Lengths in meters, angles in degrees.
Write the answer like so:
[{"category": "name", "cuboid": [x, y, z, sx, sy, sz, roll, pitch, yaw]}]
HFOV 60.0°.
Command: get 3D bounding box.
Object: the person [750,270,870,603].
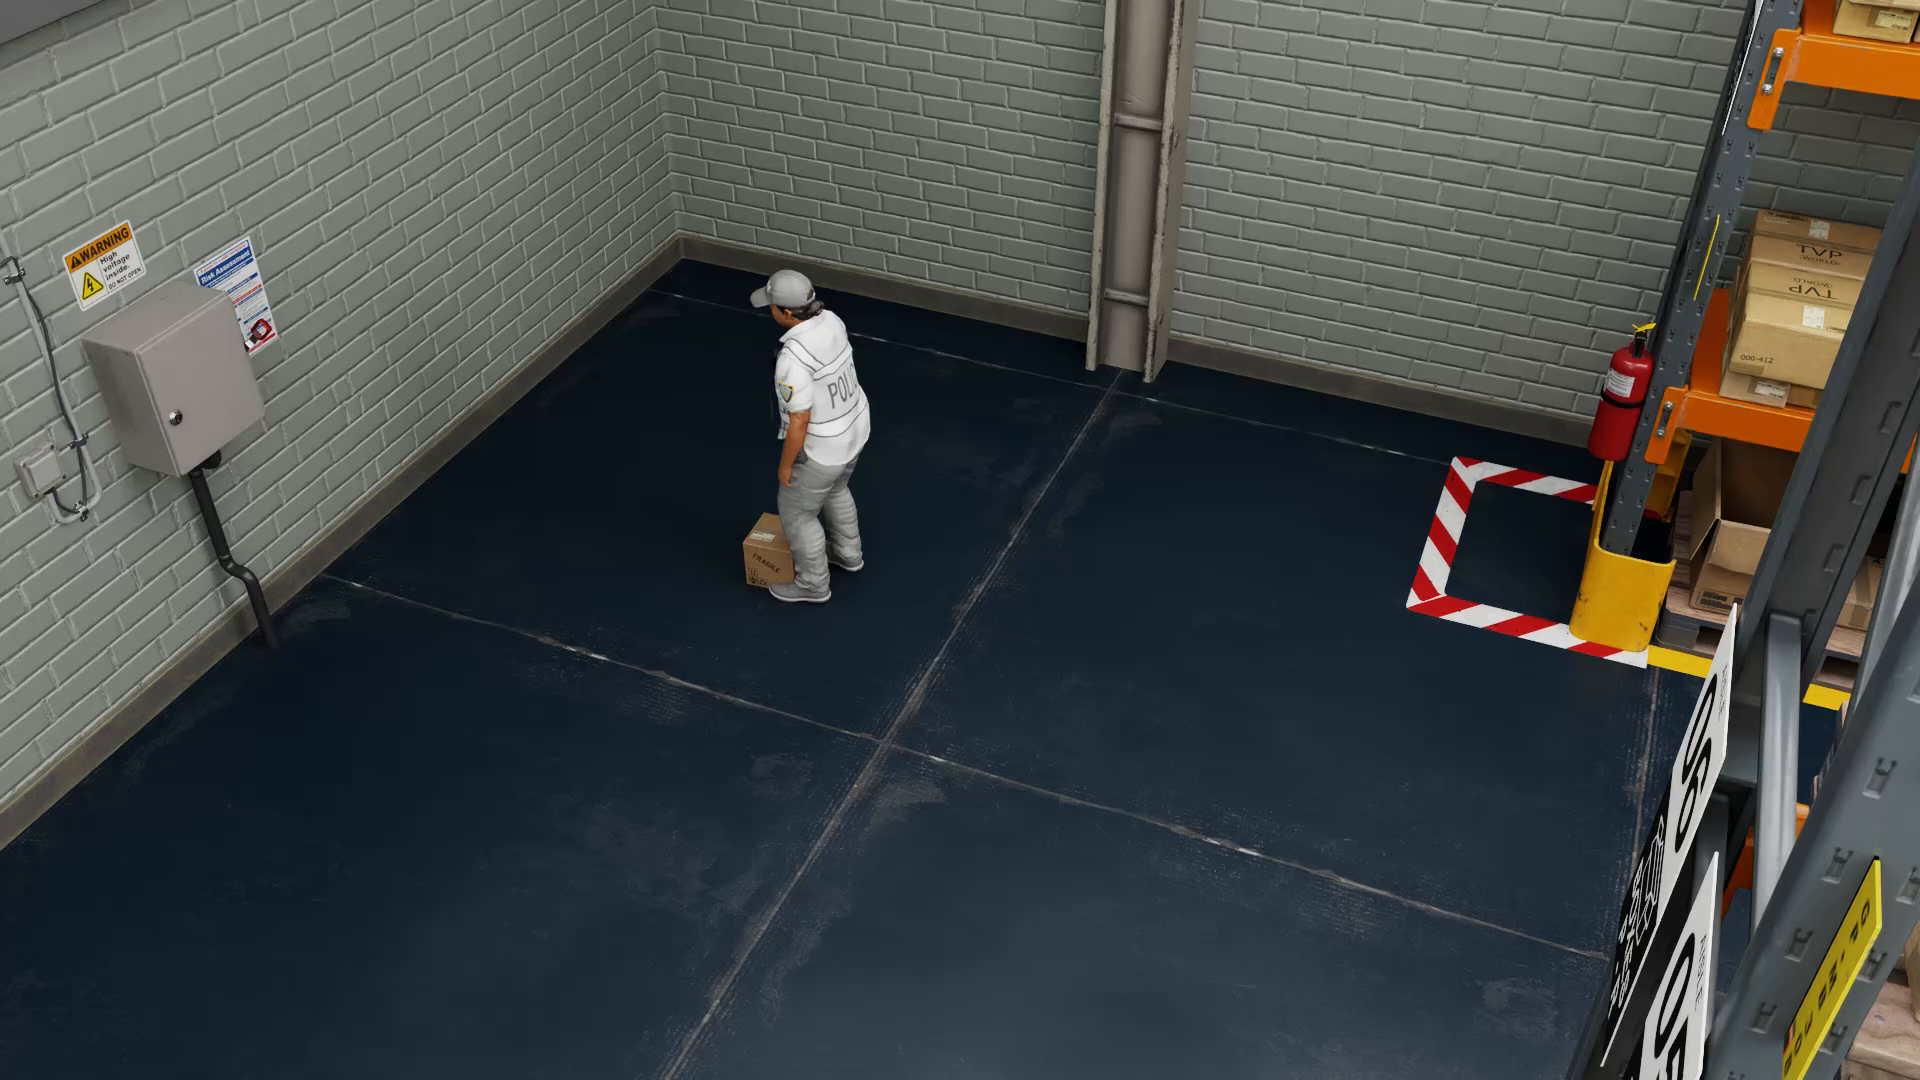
[{"category": "person", "cuboid": [-0.650, -0.451, 7.395, 0.465, 1.666, 0.538, 14, 40, 18]}]
